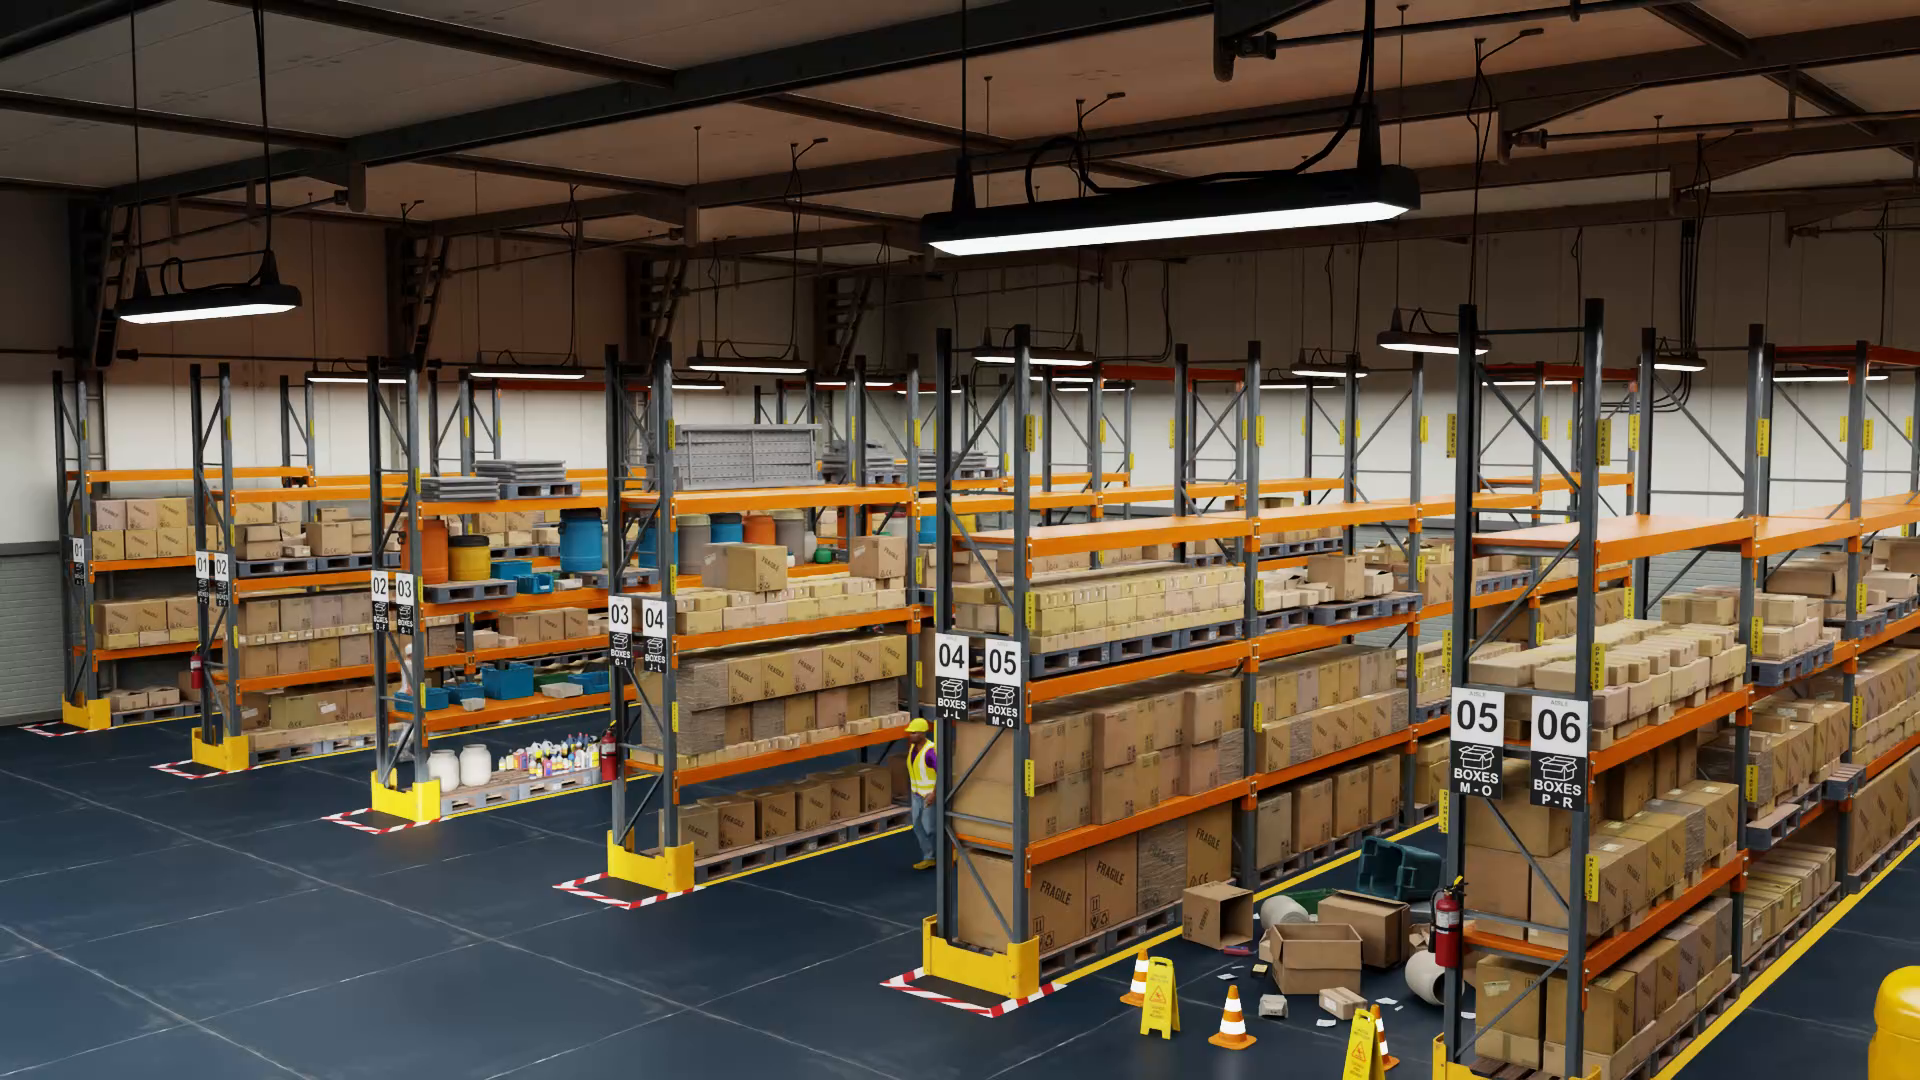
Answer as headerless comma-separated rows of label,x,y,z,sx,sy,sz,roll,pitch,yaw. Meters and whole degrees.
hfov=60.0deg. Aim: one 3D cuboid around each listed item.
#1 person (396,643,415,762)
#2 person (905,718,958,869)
person,-8.332,2.453,25.147,0.493,1.780,0.577,-3,5,-36
person,-0.320,2.913,19.220,0.678,1.740,0.636,-3,5,-37
